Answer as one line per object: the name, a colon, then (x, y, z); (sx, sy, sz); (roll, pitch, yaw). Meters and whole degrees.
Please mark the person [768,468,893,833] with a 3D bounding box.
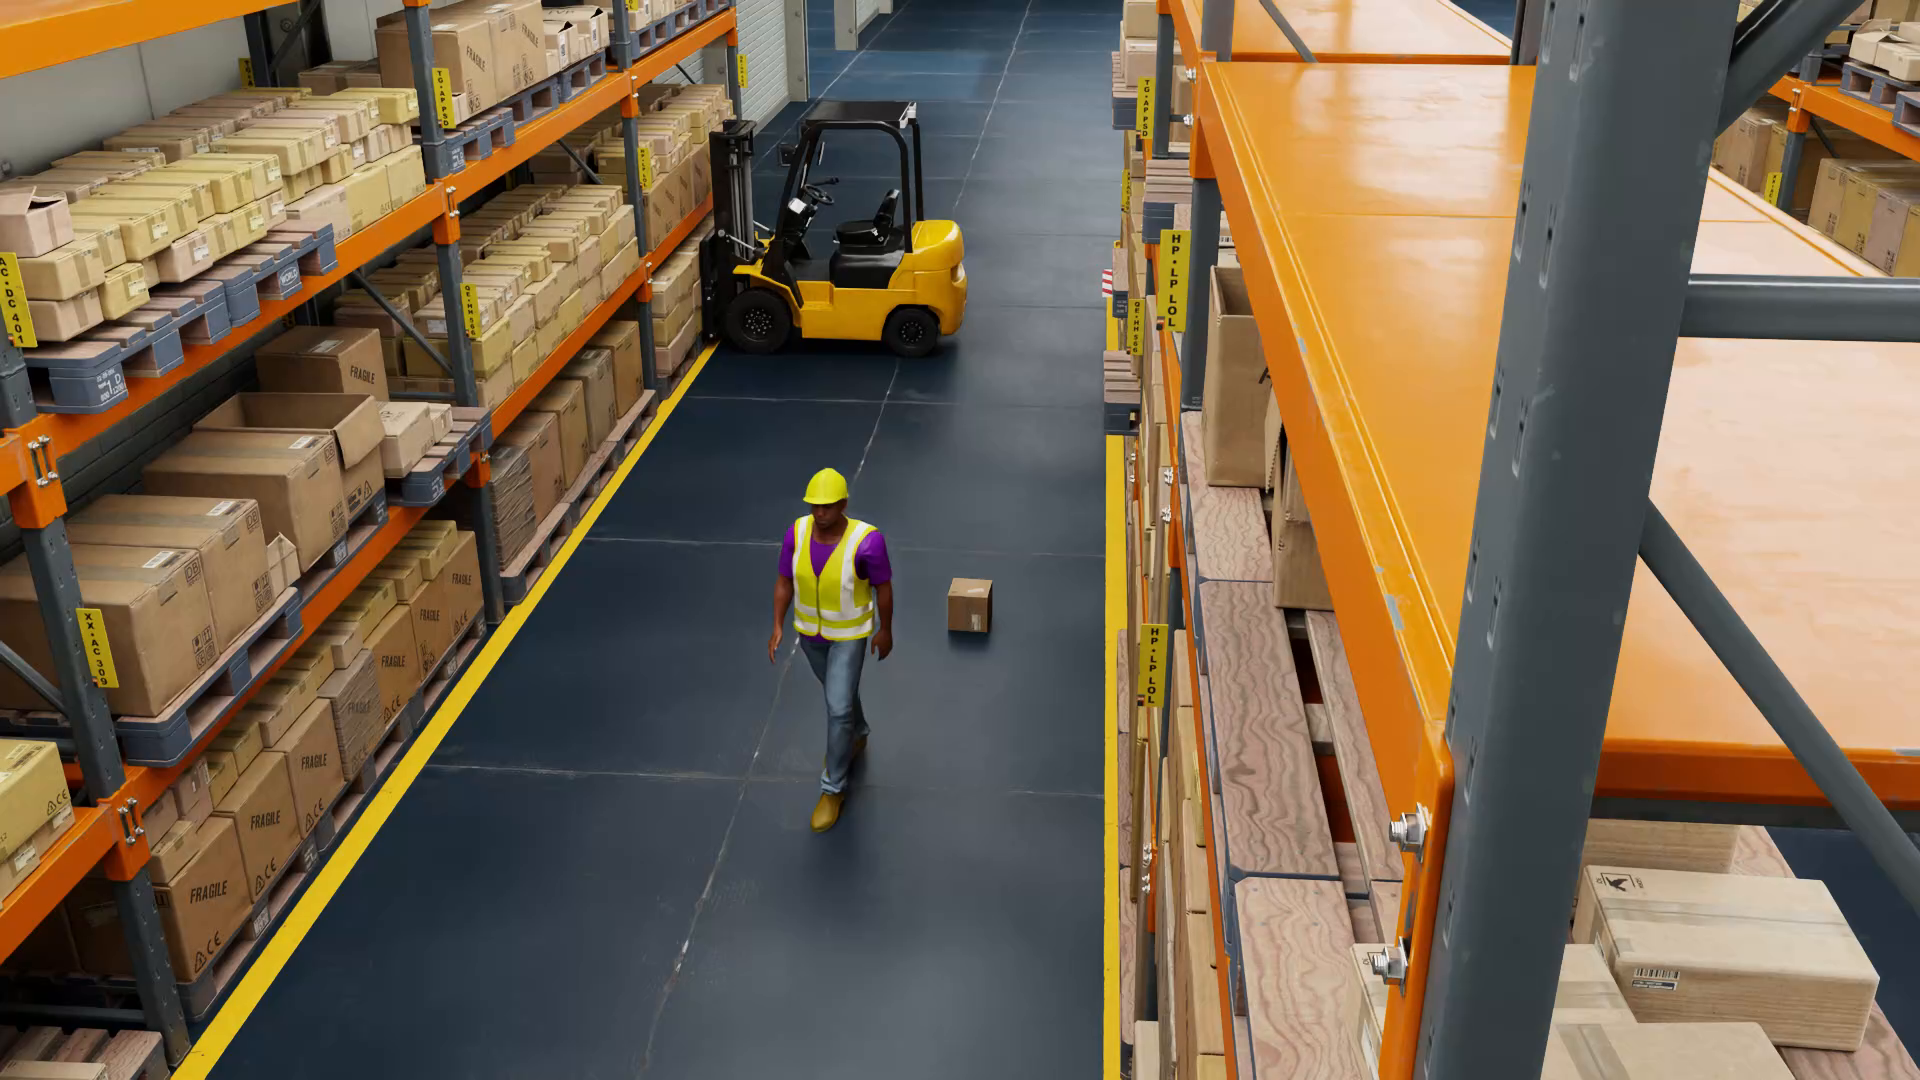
person: (-0.685, 0.498, 8.471); (0.584, 1.772, 0.856); (11, 27, 23)
